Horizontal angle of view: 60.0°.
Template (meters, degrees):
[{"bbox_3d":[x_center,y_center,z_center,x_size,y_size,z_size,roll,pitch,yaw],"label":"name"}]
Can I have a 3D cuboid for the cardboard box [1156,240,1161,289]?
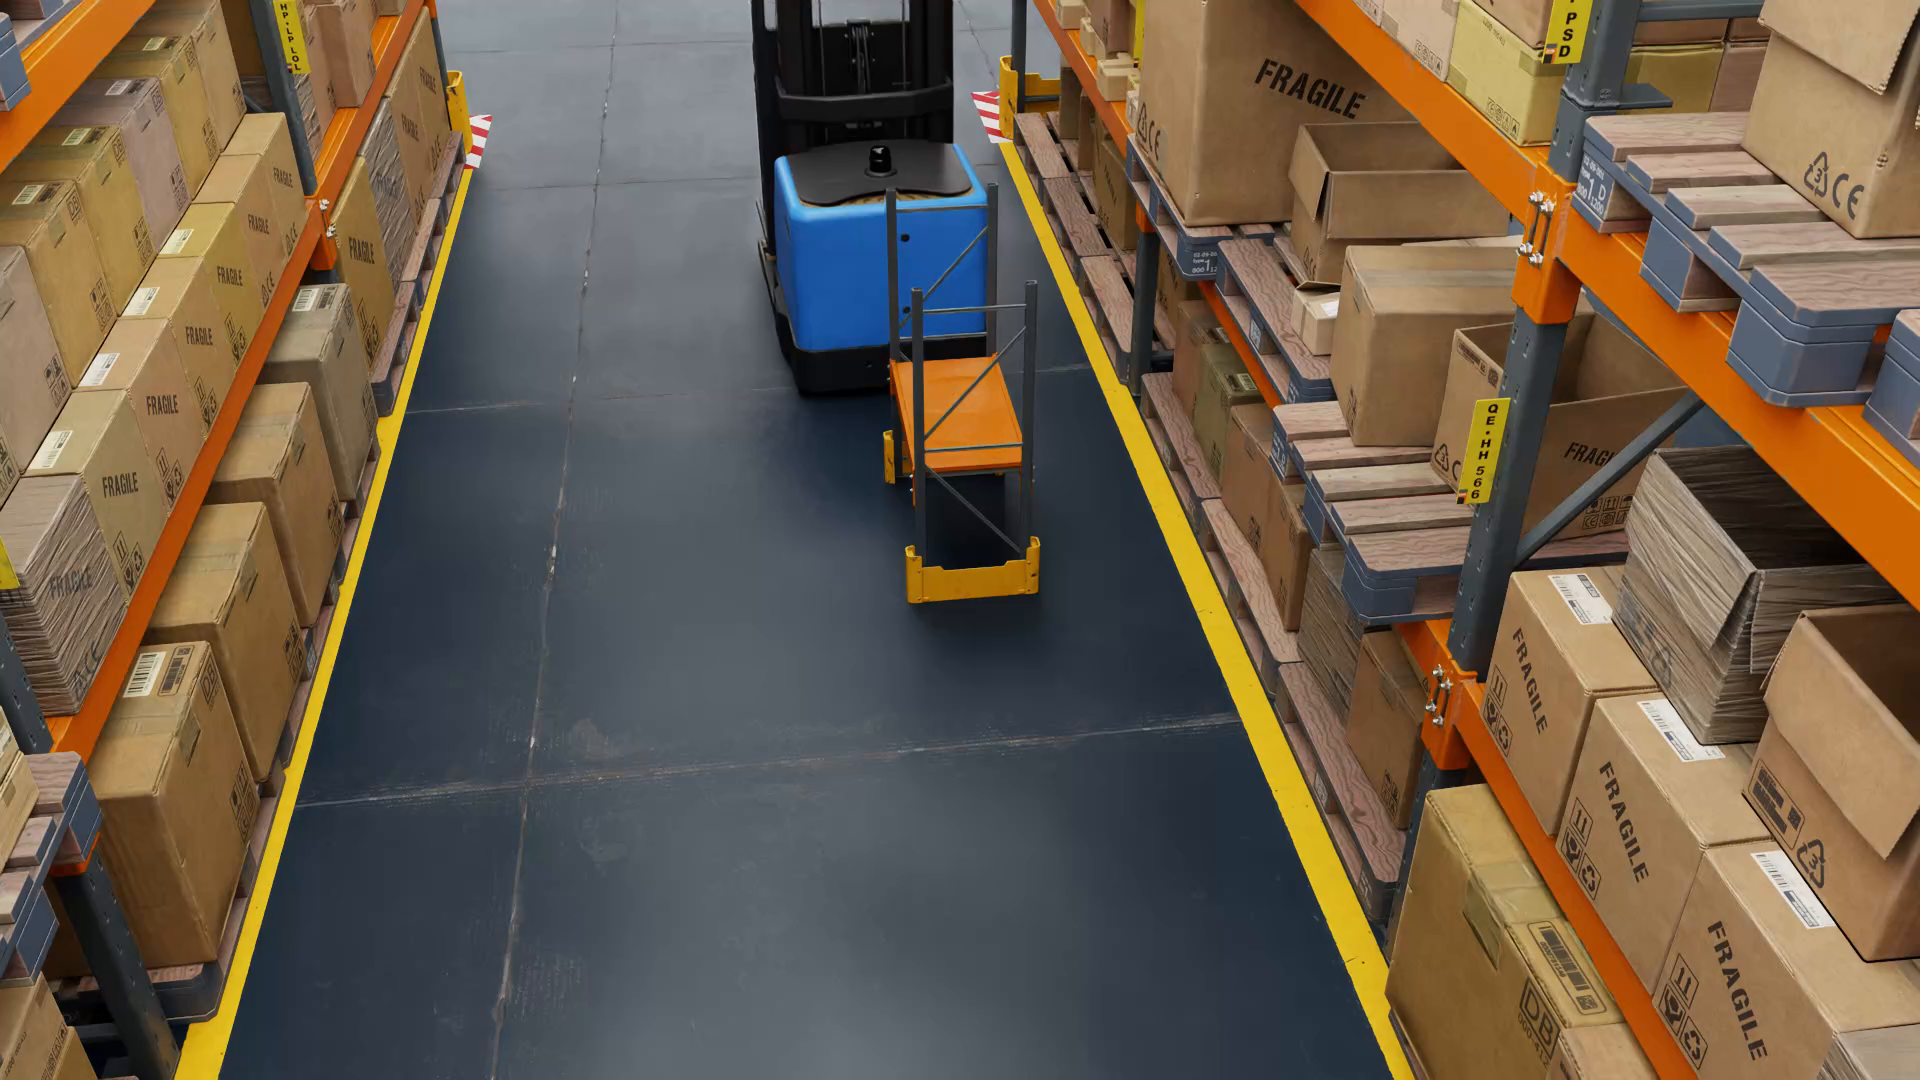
[{"bbox_3d":[1.310,-1.755,9.508,0.500,0.500,0.500,6,35,9],"label":"cardboard box"}]

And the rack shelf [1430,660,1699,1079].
[{"bbox_3d":[2.215,1.576,3.412,1.077,0.370,4.000,-4,35,-6],"label":"rack shelf"}]

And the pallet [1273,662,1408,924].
[{"bbox_3d":[1.843,0.879,6.272,1.003,0.211,1.213,-4,35,-6],"label":"pallet"}]

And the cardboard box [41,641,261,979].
[{"bbox_3d":[-2.975,0.892,5.402,1.050,0.750,0.750,-5,35,-7],"label":"cardboard box"}]

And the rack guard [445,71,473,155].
[{"bbox_3d":[-4.061,-2.962,11.653,1.175,0.500,0.348,-4,35,-6],"label":"rack guard"}]

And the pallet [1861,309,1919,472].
[{"bbox_3d":[2.239,-0.019,2.619,1.003,0.211,1.213,-3,34,-4],"label":"pallet"}]

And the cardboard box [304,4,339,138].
[{"bbox_3d":[-3.678,-2.322,8.360,0.875,0.550,0.550,-4,35,-6],"label":"cardboard box"}]

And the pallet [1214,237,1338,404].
[{"bbox_3d":[1.640,-0.859,6.517,1.003,0.211,1.213,-4,35,-6],"label":"pallet"}]

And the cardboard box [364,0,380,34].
[{"bbox_3d":[-3.917,-3.213,9.668,0.875,0.550,0.550,-4,35,-6],"label":"cardboard box"}]

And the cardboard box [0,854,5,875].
[{"bbox_3d":[-2.429,0.792,3.775,0.380,0.149,0.250,-4,35,-7],"label":"cardboard box"}]

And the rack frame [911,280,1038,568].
[{"bbox_3d":[0.057,-0.384,6.981,0.500,1.500,0.032,-4,35,-6],"label":"rack frame"}]

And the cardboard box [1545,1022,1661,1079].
[{"bbox_3d":[2.131,1.752,4.029,1.225,0.875,0.875,-4,35,-6],"label":"cardboard box"}]

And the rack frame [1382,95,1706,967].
[{"bbox_3d":[1.946,0.163,4.847,1.000,3.000,0.127,-4,35,-6],"label":"rack frame"}]

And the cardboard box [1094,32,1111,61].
[{"bbox_3d":[0.969,-2.764,9.366,0.380,0.149,0.250,-4,35,-6],"label":"cardboard box"}]

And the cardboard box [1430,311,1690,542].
[{"bbox_3d":[1.834,-0.350,5.138,0.500,0.500,0.500,-9,35,-12],"label":"cardboard box"}]

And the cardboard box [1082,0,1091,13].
[{"bbox_3d":[1.183,-3.324,9.611,0.875,0.500,0.500,-4,35,-6],"label":"cardboard box"}]

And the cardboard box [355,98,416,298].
[{"bbox_3d":[-3.660,-1.904,9.395,0.875,0.875,0.875,-4,34,-6],"label":"cardboard box"}]

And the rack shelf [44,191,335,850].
[{"bbox_3d":[-3.251,-0.336,6.219,1.077,0.370,4.000,-4,35,-6],"label":"rack shelf"}]

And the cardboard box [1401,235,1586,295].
[{"bbox_3d":[1.949,-0.901,6.169,0.500,0.250,0.500,-5,35,-8],"label":"cardboard box"}]

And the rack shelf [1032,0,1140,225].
[{"bbox_3d":[1.139,-2.888,9.963,1.077,0.370,4.000,-4,35,-6],"label":"rack shelf"}]

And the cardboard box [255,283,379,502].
[{"bbox_3d":[-3.347,-0.654,7.671,1.050,0.750,0.750,-5,35,-7],"label":"cardboard box"}]

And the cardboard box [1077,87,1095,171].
[{"bbox_3d":[1.052,-2.761,10.985,0.500,0.500,0.500,4,35,6],"label":"cardboard box"}]

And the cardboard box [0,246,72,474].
[{"bbox_3d":[-3.102,-0.506,4.852,0.700,0.500,0.500,-5,35,-7],"label":"cardboard box"}]

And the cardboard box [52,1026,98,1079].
[{"bbox_3d":[-2.635,1.689,4.454,0.500,0.500,0.500,-5,35,-7],"label":"cardboard box"}]

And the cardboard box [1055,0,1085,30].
[{"bbox_3d":[0.778,-3.176,9.970,0.380,0.149,0.250,-4,35,-6],"label":"cardboard box"}]

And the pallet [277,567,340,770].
[{"bbox_3d":[-3.174,0.510,6.815,1.003,0.211,1.213,-4,35,-6],"label":"pallet"}]

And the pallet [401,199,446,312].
[{"bbox_3d":[-3.712,-1.710,10.072,1.003,0.211,1.213,-4,35,-6],"label":"pallet"}]

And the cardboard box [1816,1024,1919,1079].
[{"bbox_3d":[1.951,1.266,3.140,0.500,0.500,0.500,-4,35,-6],"label":"cardboard box"}]

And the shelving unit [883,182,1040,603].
[{"bbox_3d":[-0.010,-0.662,7.390,0.587,1.500,1.083,-4,35,-6],"label":"shelving unit"}]

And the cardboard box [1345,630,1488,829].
[{"bbox_3d":[1.836,0.642,5.973,0.700,0.500,0.500,-6,35,-9],"label":"cardboard box"}]

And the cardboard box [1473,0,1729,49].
[{"bbox_3d":[1.634,-1.572,4.196,0.500,0.500,0.500,-3,34,-5],"label":"cardboard box"}]

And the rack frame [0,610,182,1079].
[{"bbox_3d":[-2.982,0.482,4.379,1.000,3.000,0.127,-4,35,-6],"label":"rack frame"}]

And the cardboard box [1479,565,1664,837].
[{"bbox_3d":[1.742,0.414,4.391,0.500,0.500,0.500,-3,34,-5],"label":"cardboard box"}]

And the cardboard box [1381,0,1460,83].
[{"bbox_3d":[1.559,-1.537,4.811,0.500,0.250,0.500,-4,35,-7],"label":"cardboard box"}]

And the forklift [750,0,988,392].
[{"bbox_3d":[-0.628,-2.814,9.276,1.130,2.935,3.031,-6,35,-9],"label":"forklift"}]

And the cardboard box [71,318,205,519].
[{"bbox_3d":[-2.914,-0.395,5.577,0.500,0.500,0.500,-4,35,-6],"label":"cardboard box"}]

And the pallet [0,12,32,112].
[{"bbox_3d":[-3.121,-1.034,4.108,1.213,0.211,1.003,-3,34,-4],"label":"pallet"}]

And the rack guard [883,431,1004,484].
[{"bbox_3d":[-0.077,-0.424,8.150,0.587,0.250,0.087,-4,35,-6],"label":"rack guard"}]

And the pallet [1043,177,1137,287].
[{"bbox_3d":[1.116,-1.971,10.455,1.003,0.211,1.213,-4,35,-6],"label":"pallet"}]

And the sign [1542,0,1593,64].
[{"bbox_3d":[1.408,-1.250,3.798,0.100,0.325,0.005,-4,35,-6],"label":"sign"}]

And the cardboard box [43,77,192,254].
[{"bbox_3d":[-3.309,-1.359,6.104,0.700,0.500,0.500,-4,34,-6],"label":"cardboard box"}]

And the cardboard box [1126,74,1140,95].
[{"bbox_3d":[1.090,-2.347,8.754,0.380,0.149,0.250,-4,35,-6],"label":"cardboard box"}]

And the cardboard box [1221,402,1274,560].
[{"bbox_3d":[1.591,-0.294,7.347,0.700,0.500,0.500,-7,35,-10],"label":"cardboard box"}]

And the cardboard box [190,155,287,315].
[{"bbox_3d":[-3.117,-1.238,6.815,0.500,0.500,0.500,-5,35,-7],"label":"cardboard box"}]

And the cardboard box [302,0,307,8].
[{"bbox_3d":[-3.725,-2.765,8.051,0.875,0.550,0.550,-4,35,-6],"label":"cardboard box"}]

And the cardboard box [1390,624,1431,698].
[{"bbox_3d":[1.827,0.333,5.761,0.500,0.250,0.500,-3,34,-4],"label":"cardboard box"}]
